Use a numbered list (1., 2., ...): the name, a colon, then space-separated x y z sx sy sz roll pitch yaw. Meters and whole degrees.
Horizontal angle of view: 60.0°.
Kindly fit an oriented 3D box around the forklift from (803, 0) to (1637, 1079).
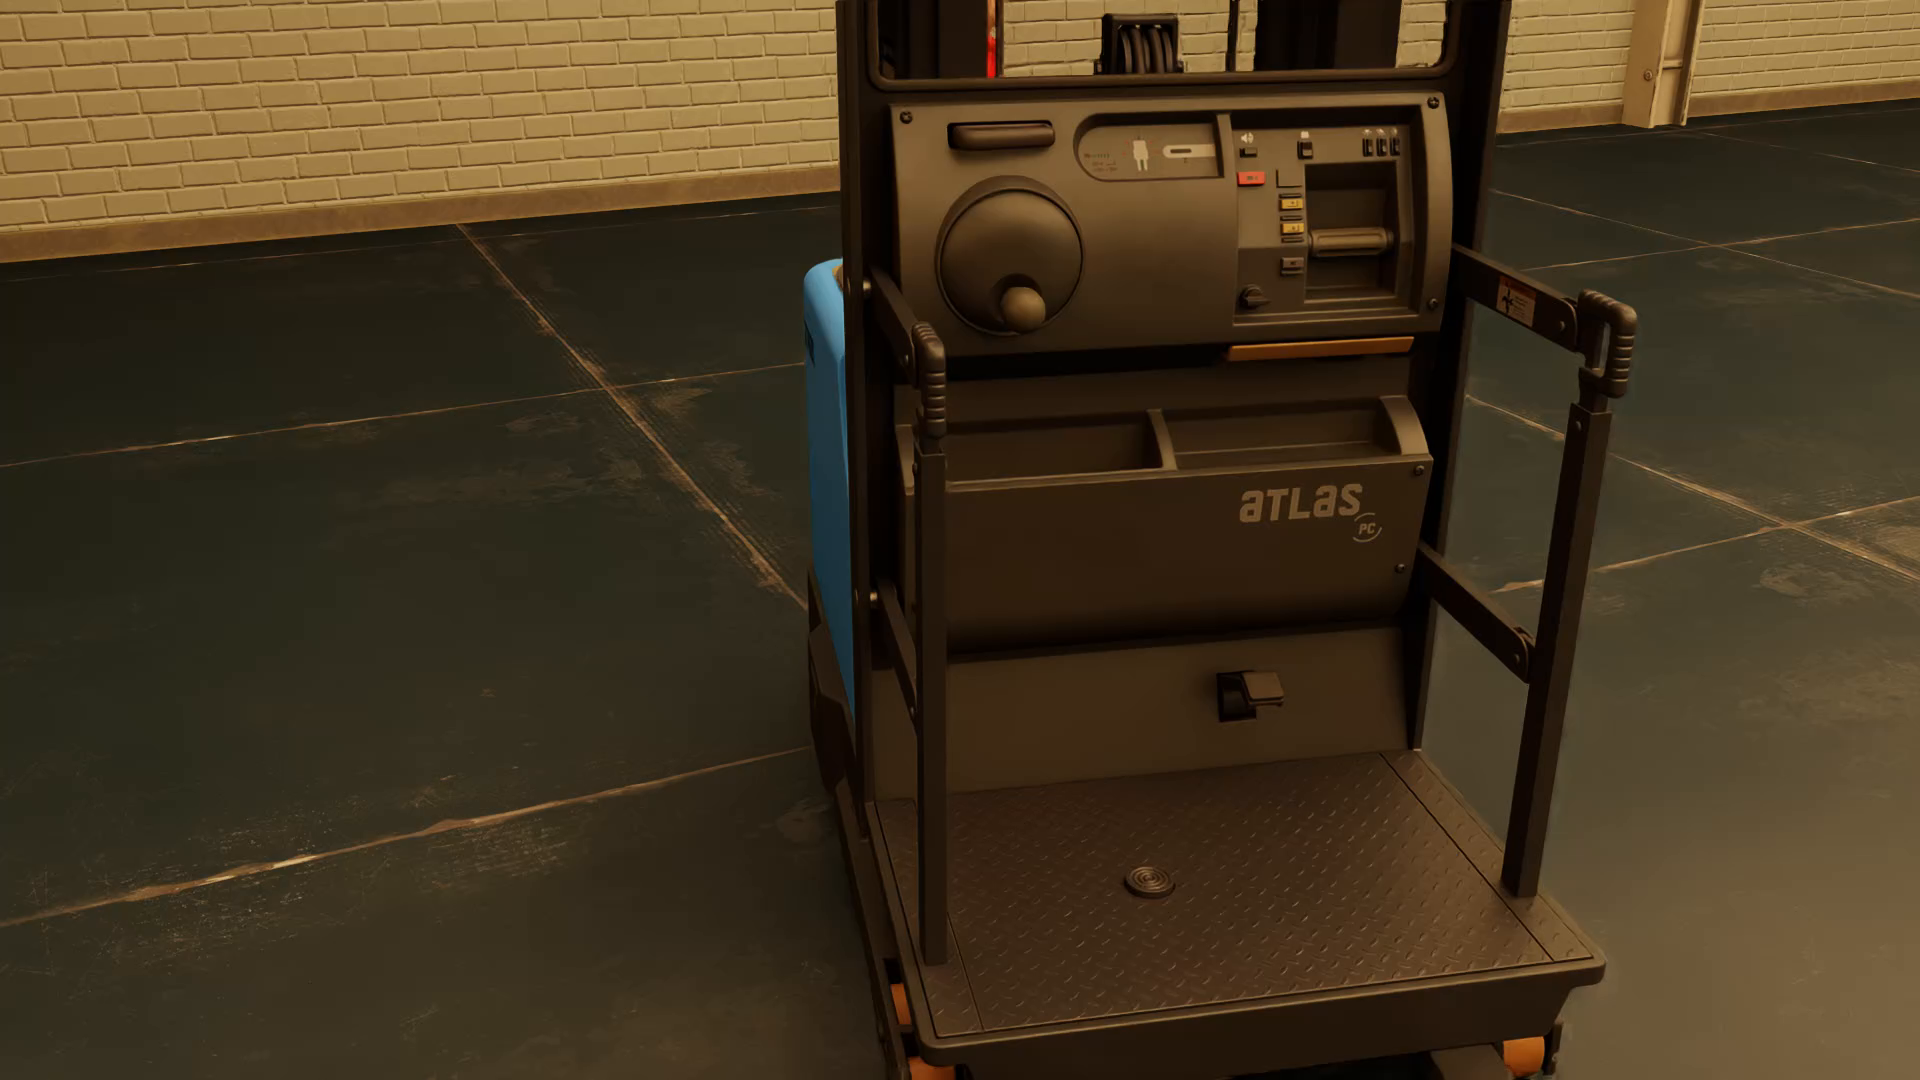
1. forklift: 0.394 -0.505 2.503 1.130 2.935 3.031 -4 23 -10

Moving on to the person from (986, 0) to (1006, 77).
1. person: 0.115 -0.828 4.851 0.521 1.724 0.669 -12 25 -26
